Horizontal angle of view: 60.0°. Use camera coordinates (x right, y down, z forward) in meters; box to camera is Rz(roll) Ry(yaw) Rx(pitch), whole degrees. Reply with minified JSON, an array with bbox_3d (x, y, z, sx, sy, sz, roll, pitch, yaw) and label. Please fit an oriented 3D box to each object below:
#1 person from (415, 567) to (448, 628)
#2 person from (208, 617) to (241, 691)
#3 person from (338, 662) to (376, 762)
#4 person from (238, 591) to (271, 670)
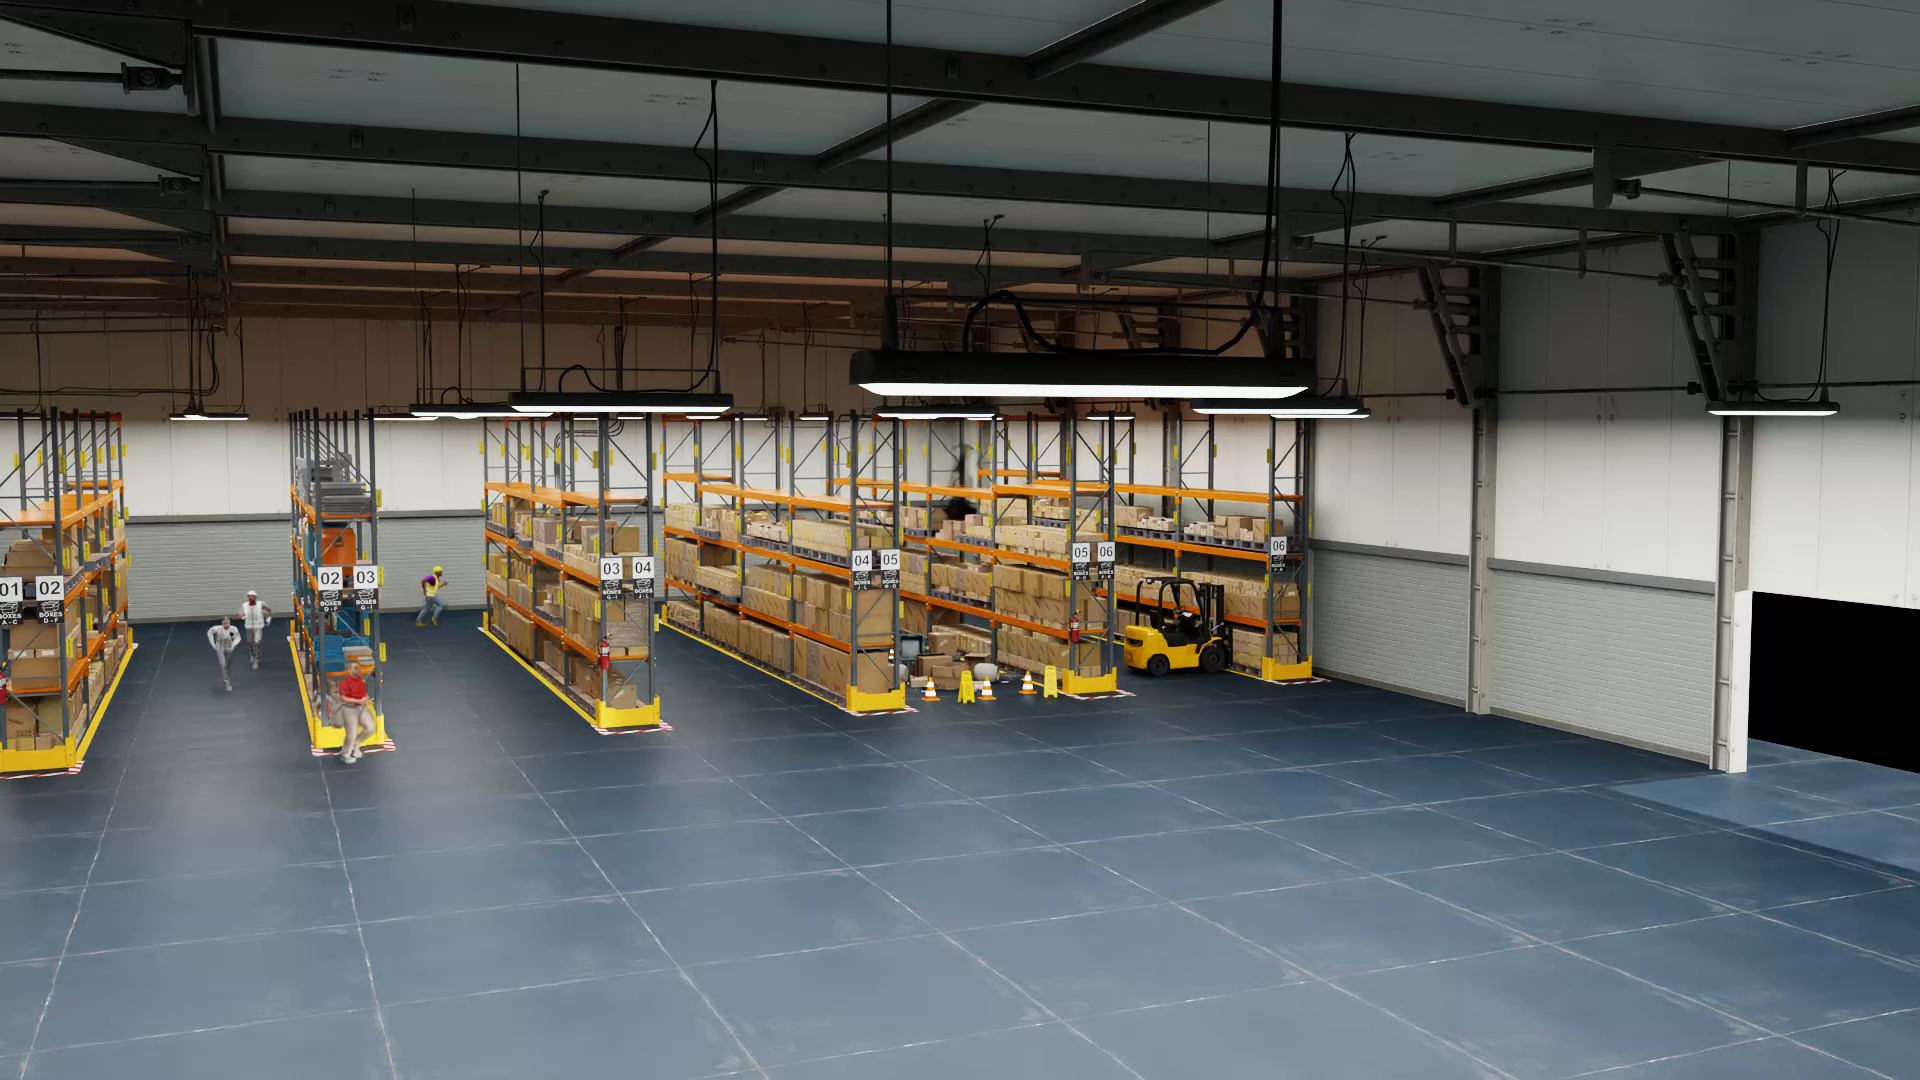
[{"bbox_3d":[-14.795,1.601,46.534,0.918,1.717,0.684,-1,4,-16],"label":"person"},{"bbox_3d":[-15.919,2.430,35.993,0.655,1.628,0.980,-2,5,-27],"label":"person"},{"bbox_3d":[-10.175,2.900,28.062,0.667,1.693,0.673,1,4,20],"label":"person"},{"bbox_3d":[-16.596,2.089,39.135,0.694,1.820,0.933,-1,4,-10],"label":"person"}]
